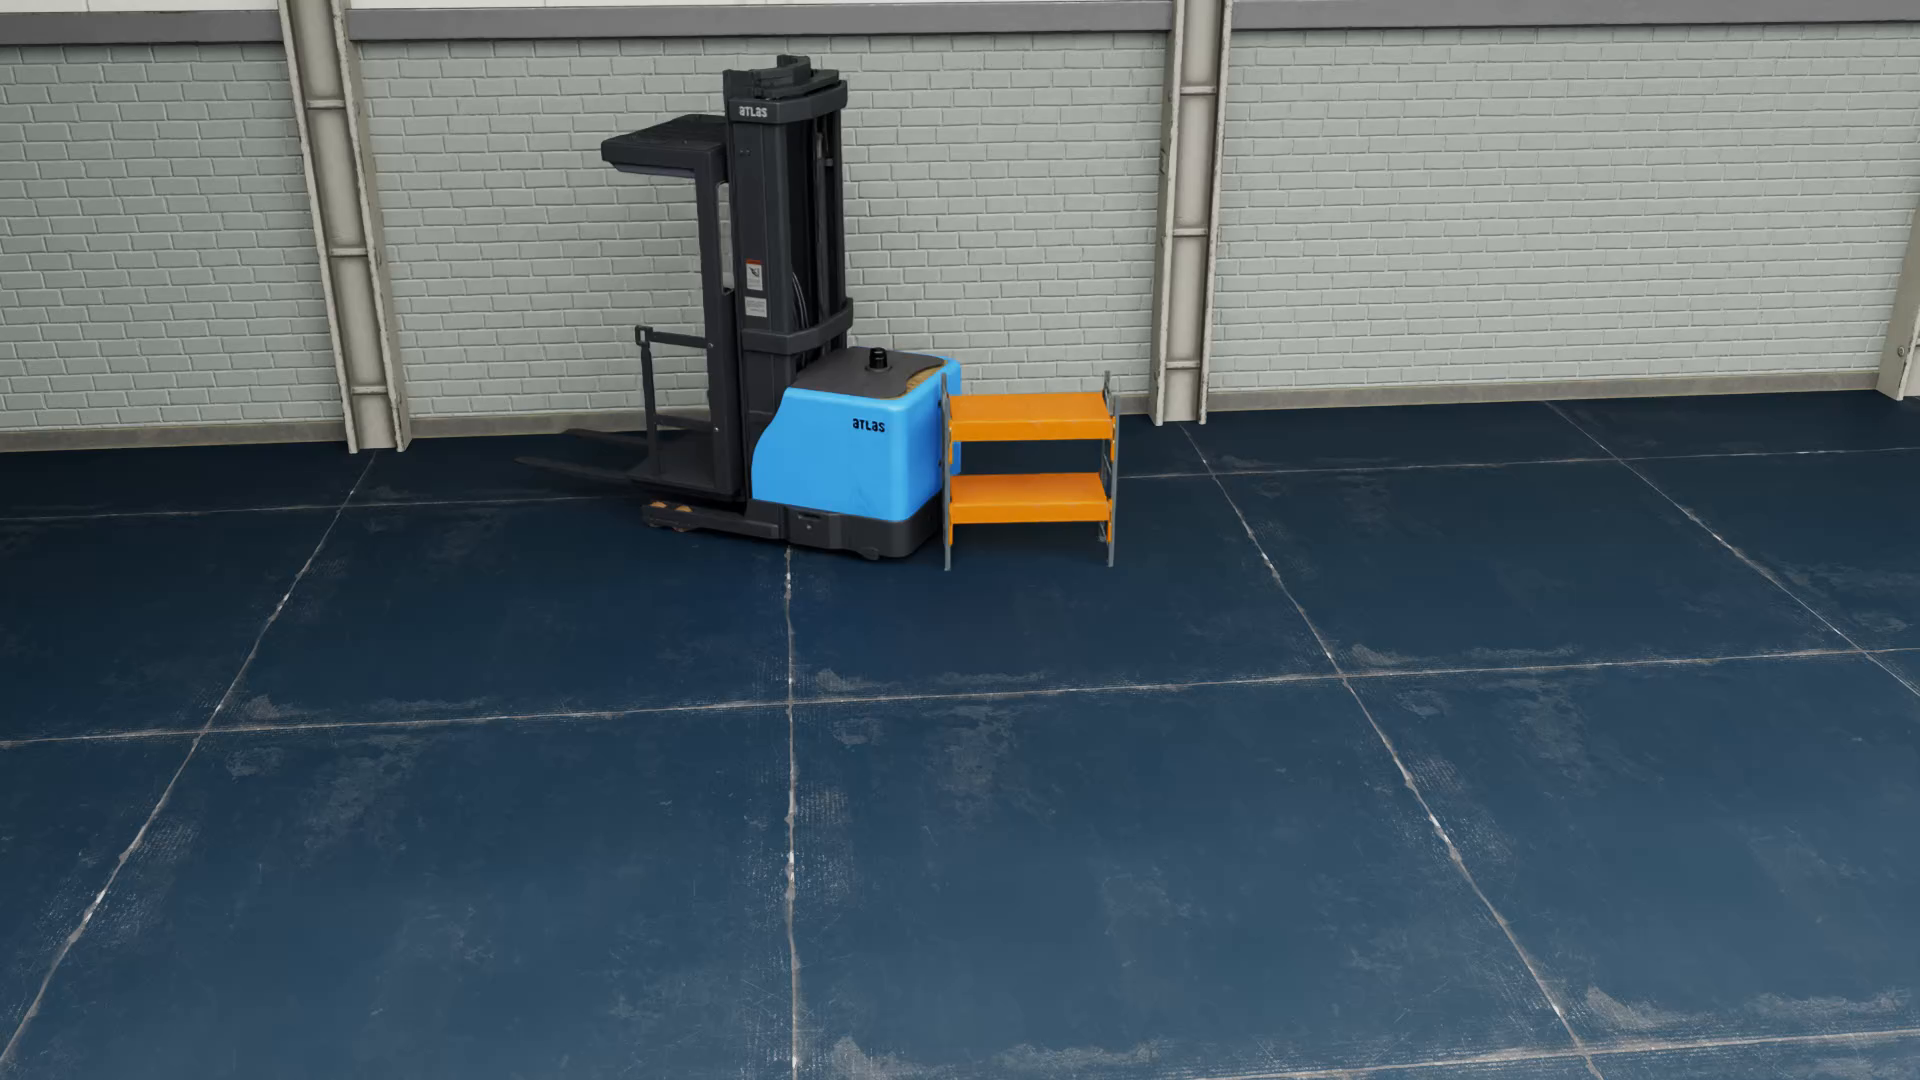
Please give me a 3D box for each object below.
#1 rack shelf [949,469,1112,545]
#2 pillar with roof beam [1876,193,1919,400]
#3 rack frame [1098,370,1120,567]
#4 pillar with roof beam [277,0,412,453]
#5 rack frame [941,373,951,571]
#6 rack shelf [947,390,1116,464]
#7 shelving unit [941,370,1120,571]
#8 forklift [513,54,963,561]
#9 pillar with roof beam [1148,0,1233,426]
[{"bbox_3d":[0.420,-0.211,10.441,1.000,0.278,0.538,-1,24,-3],"label":"rack shelf"},{"bbox_3d":[8.071,-3.557,7.673,0.400,9.000,9.100,-2,24,-5],"label":"pillar with roof beam"},{"bbox_3d":[0.928,-0.445,10.366,0.032,1.125,0.500,-1,24,-3],"label":"rack frame"},{"bbox_3d":[-3.871,-3.078,6.595,0.400,9.000,9.100,-2,24,-5],"label":"pillar with roof beam"},{"bbox_3d":[-0.088,-0.423,10.318,0.032,1.125,0.500,-1,24,-3],"label":"rack frame"},{"bbox_3d":[0.420,-0.702,10.223,1.000,0.278,0.538,-1,24,-3],"label":"rack shelf"},{"bbox_3d":[0.420,-0.434,10.342,1.048,1.125,0.538,-1,24,-3],"label":"shelving unit"},{"bbox_3d":[-1.547,-1.579,10.694,3.031,2.935,1.130,9,26,20],"label":"forklift"},{"bbox_3d":[2.100,-3.317,7.134,0.400,9.000,9.100,-2,24,-5],"label":"pillar with roof beam"}]
